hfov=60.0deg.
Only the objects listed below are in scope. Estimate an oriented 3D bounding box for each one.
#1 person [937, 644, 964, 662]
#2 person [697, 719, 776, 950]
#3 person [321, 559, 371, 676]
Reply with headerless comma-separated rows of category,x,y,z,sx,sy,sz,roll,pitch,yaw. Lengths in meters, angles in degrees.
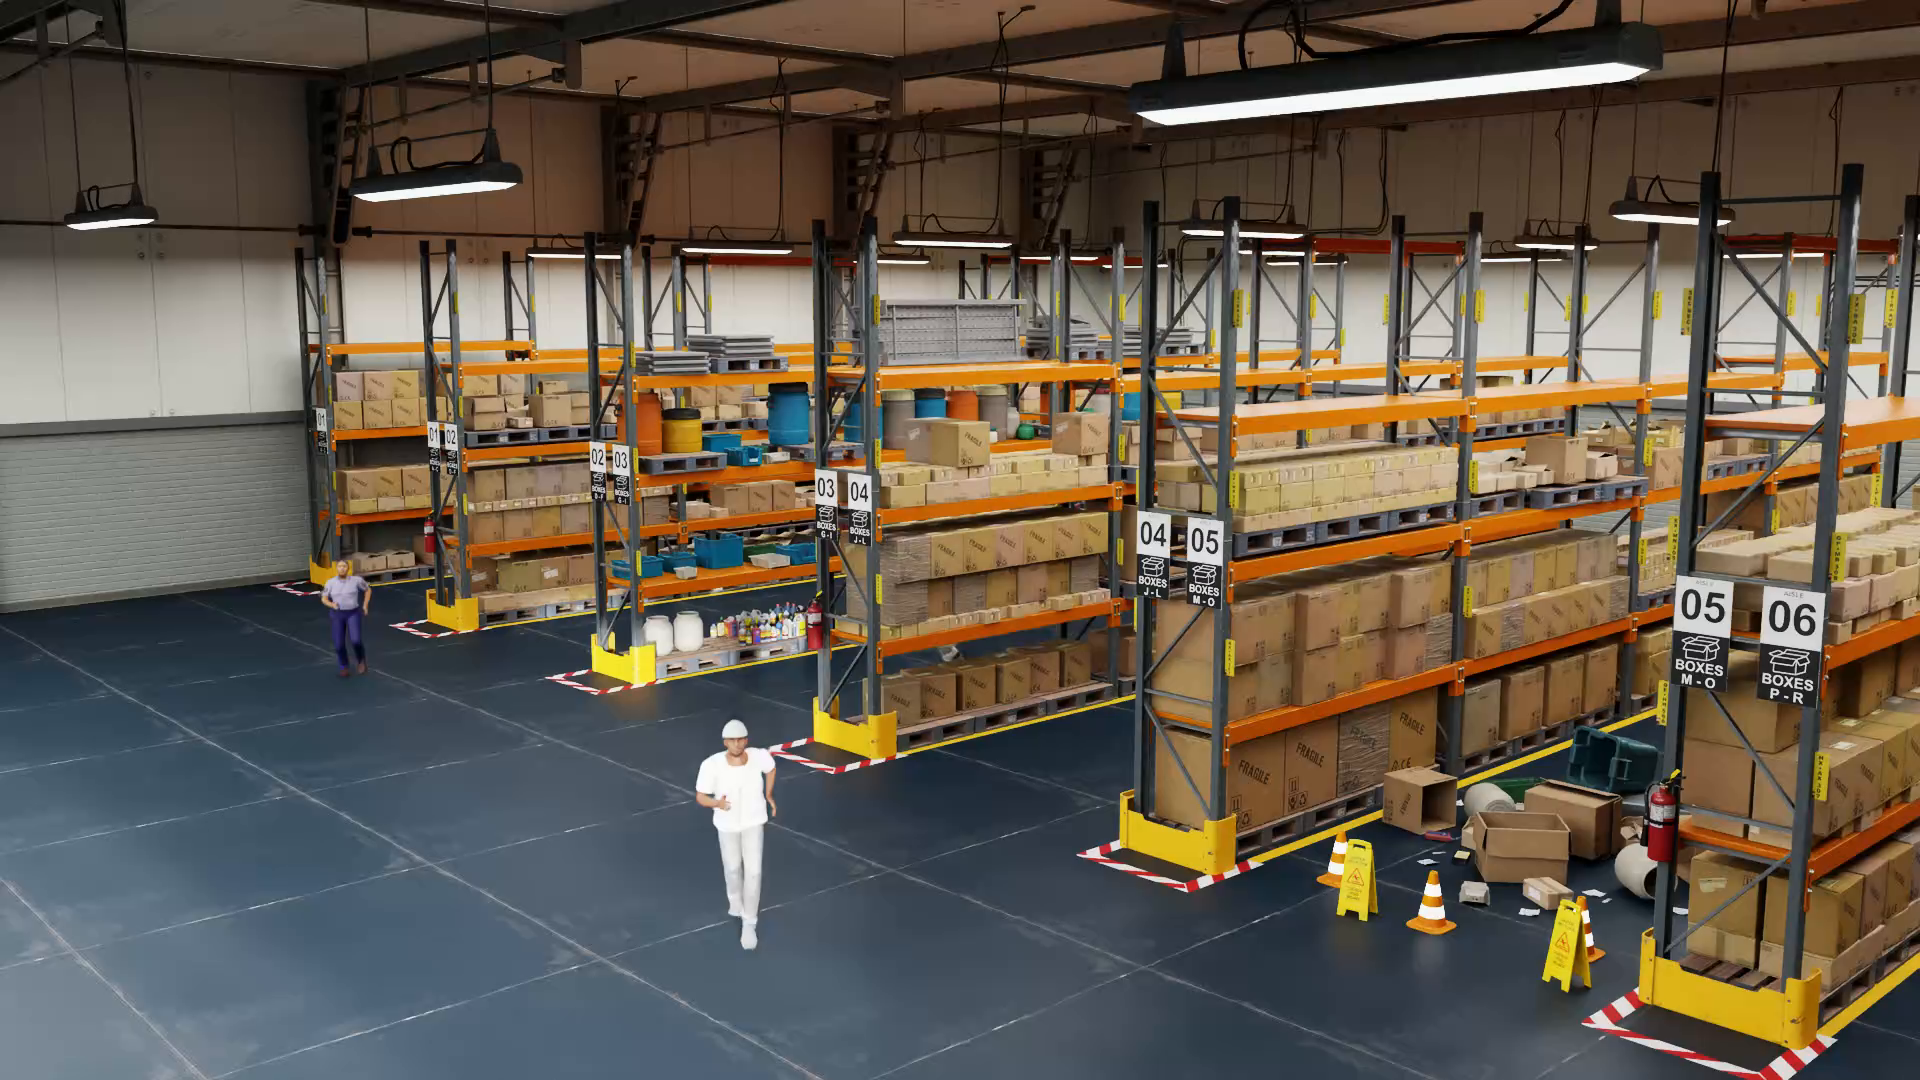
person,-0.218,1.006,21.995,0.608,1.746,0.667,-8,11,-42
person,-1.805,2.325,13.492,0.625,1.811,0.845,-1,8,-4
person,-8.325,1.072,22.563,0.626,1.604,0.602,-2,9,-14
